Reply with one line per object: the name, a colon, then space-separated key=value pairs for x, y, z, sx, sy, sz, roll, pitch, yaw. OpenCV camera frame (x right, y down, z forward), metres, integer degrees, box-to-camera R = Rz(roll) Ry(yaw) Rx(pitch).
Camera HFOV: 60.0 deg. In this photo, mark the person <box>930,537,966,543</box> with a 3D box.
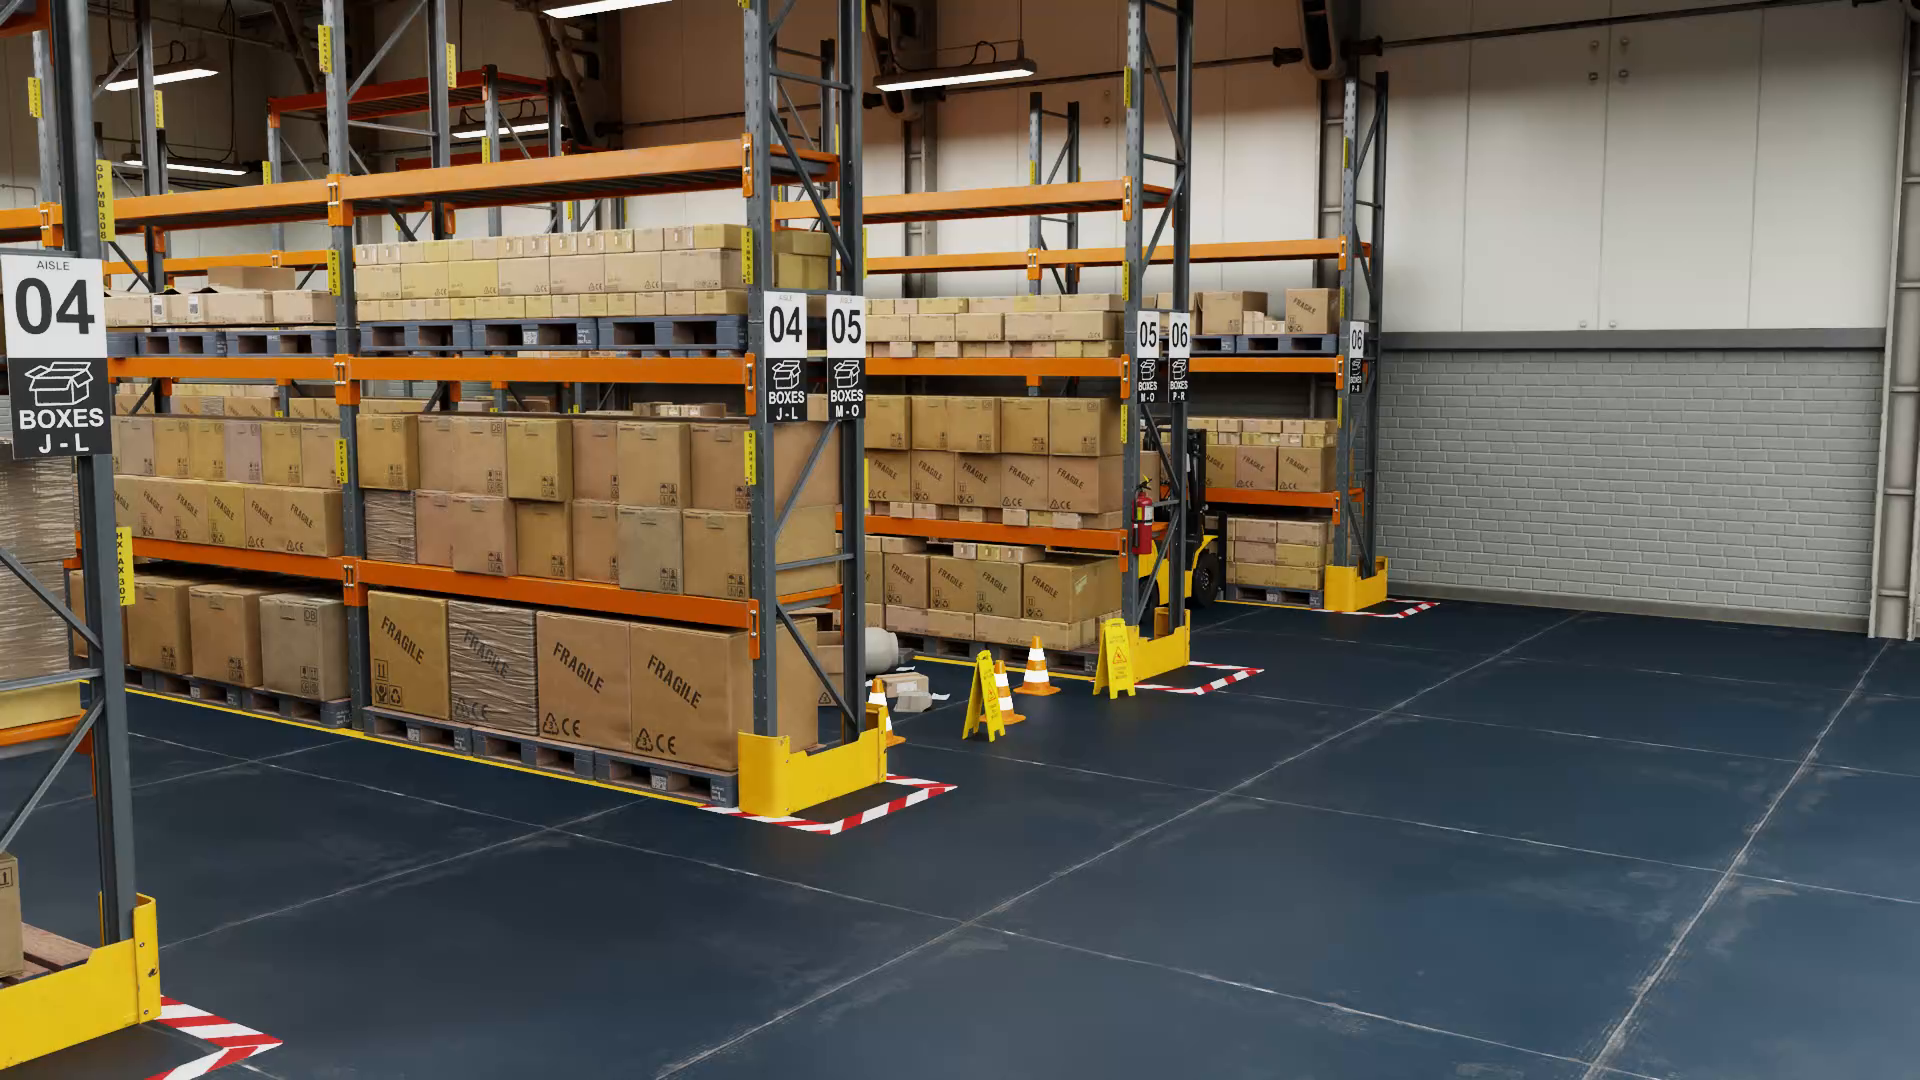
person: x=-0.038 y=-0.054 z=18.224 sx=0.634 sy=1.723 sz=0.565 roll=1 pitch=6 yaw=5
